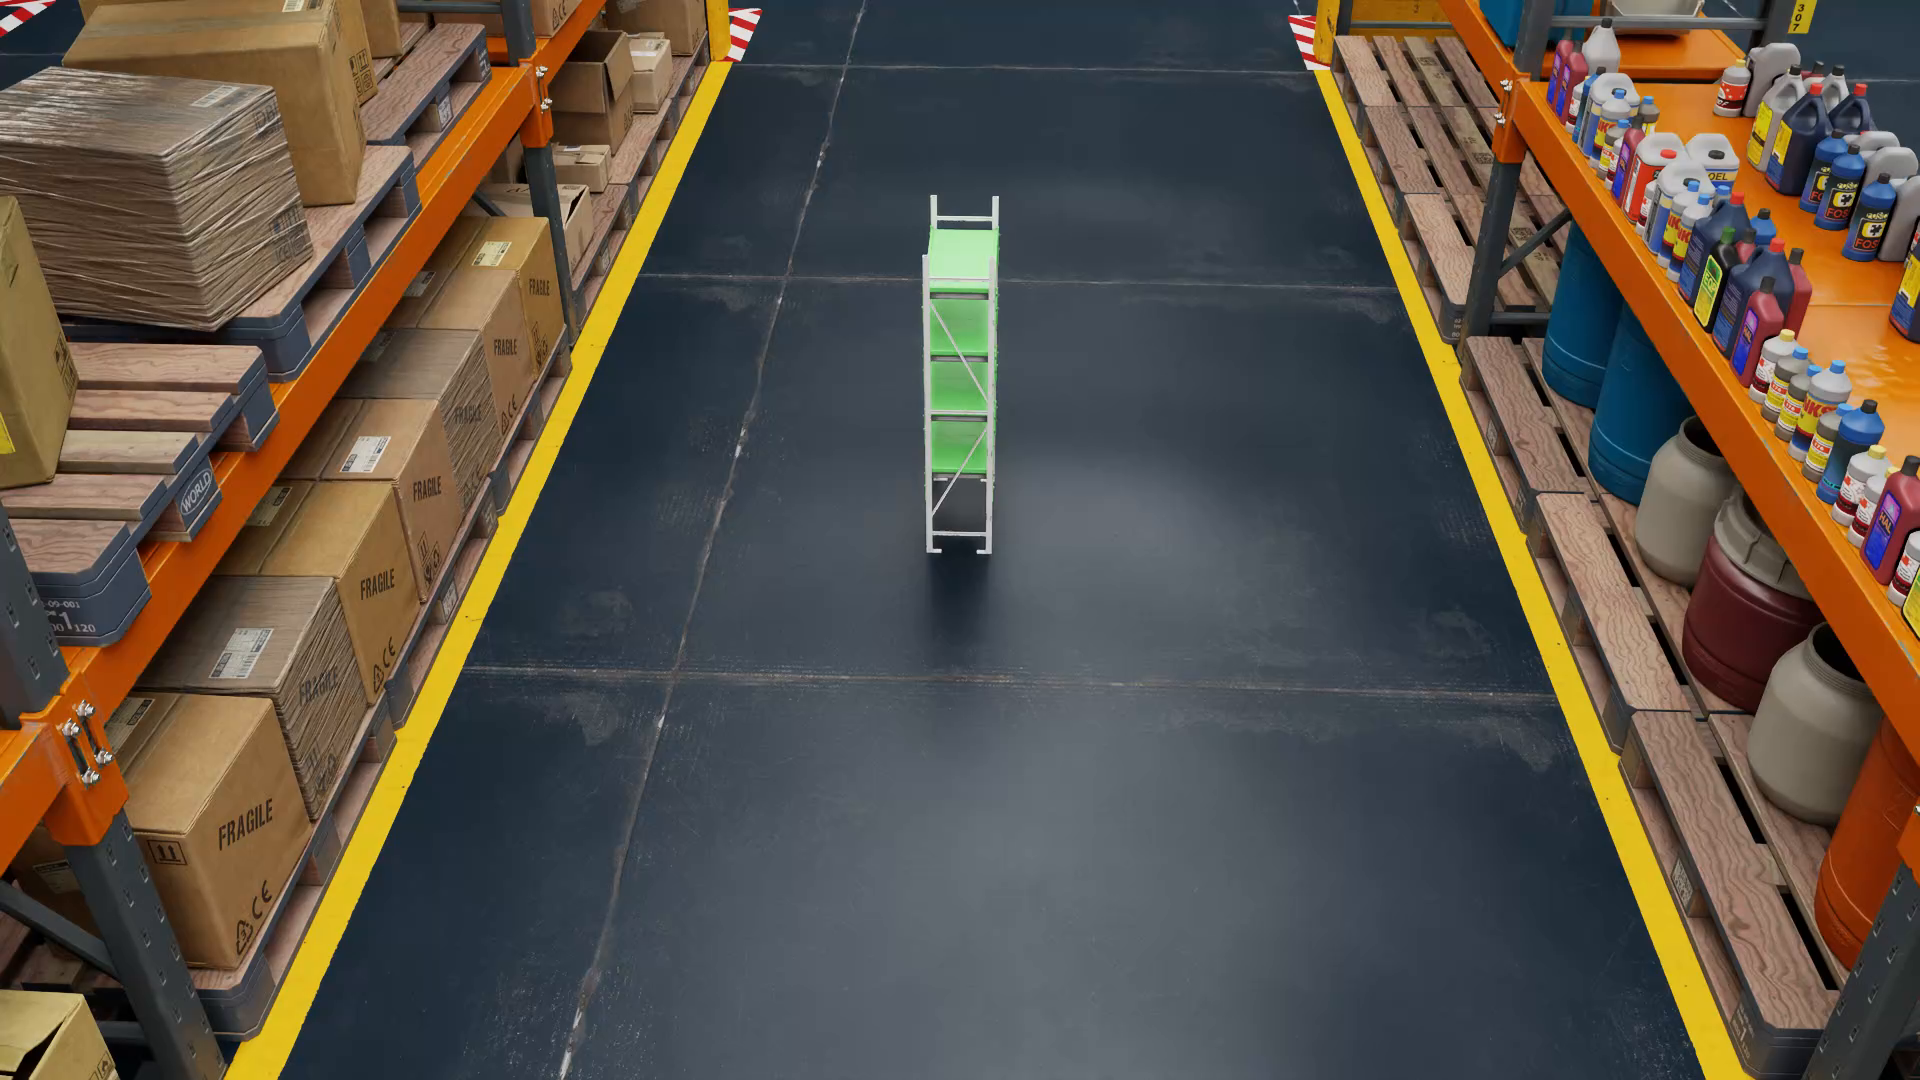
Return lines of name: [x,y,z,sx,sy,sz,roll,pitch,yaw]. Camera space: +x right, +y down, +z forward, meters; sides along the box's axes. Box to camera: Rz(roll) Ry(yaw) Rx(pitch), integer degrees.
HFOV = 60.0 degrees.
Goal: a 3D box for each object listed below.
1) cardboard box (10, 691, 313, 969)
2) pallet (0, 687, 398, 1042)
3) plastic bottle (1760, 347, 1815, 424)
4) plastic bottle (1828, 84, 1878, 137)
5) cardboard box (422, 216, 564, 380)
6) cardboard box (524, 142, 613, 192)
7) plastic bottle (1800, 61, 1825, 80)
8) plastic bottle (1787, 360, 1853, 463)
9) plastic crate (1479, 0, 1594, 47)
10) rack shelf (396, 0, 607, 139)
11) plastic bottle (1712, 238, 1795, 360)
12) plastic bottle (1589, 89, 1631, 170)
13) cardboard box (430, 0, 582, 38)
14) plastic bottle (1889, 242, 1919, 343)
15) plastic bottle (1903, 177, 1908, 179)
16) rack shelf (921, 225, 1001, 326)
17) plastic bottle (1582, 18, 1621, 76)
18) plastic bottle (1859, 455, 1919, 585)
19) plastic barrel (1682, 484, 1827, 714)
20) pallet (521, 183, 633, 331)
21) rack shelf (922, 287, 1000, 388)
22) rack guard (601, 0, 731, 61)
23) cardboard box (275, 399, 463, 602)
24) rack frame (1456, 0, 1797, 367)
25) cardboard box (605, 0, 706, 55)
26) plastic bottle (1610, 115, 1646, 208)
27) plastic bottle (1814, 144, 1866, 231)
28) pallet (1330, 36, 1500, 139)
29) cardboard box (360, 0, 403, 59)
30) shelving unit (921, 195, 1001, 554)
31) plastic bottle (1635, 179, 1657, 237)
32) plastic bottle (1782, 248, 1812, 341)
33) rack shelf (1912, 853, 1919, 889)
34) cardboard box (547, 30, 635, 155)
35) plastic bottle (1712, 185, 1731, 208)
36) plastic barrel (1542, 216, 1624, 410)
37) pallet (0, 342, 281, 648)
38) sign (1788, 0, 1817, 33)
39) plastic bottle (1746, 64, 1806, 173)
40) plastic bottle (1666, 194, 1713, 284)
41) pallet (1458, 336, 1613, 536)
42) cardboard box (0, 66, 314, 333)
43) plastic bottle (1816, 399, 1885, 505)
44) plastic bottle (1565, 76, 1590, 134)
cardboard box: [-2.091,0.752,4.363,0.500,0.500,0.500,3,35,4]
pallet: [-2.327,0.877,4.819,1.003,0.211,1.213,1,35,2]
plastic bottle: [2.200,-0.414,4.404,0.097,0.201,0.097,0,35,0]
plastic bottle: [2.997,-1.355,5.613,0.144,0.351,0.185,1,35,2]
cardboard box: [-1.968,-1.001,6.857,0.500,0.500,0.500,1,35,2]
cardboard box: [-1.977,-1.888,8.410,0.380,0.166,0.250,1,35,2]
plastic bottle: [3.058,-1.602,6.022,0.061,0.283,0.133,1,35,2]
plastic bottle: [2.192,-0.331,4.224,0.097,0.271,0.097,0,35,0]
plastic crate: [2.393,-2.312,6.892,0.392,0.384,0.575,1,35,2]
rack shelf: [-2.154,-2.989,8.520,1.077,0.370,4.000,1,35,2]
plastic bottle: [2.238,-0.689,4.664,0.144,0.351,0.185,1,35,2]
plastic bottle: [2.269,-1.432,5.790,0.097,0.271,0.097,0,35,0]
cardboard box: [-1.942,-2.462,7.057,0.500,0.500,0.500,2,35,3]
plastic bottle: [2.803,-0.755,4.758,0.144,0.351,0.185,1,35,2]
plastic bottle: [3.004,-1.058,5.320,0.097,0.201,0.097,0,35,0]
rack shelf: [0.007,-0.926,5.801,0.258,0.148,0.480,1,35,2]
plastic bottle: [2.375,-1.779,6.216,0.144,0.351,0.185,1,35,2]
plastic bottle: [2.153,-0.047,3.809,0.061,0.283,0.133,1,35,2]
plastic barrel: [2.602,0.165,5.138,0.600,0.588,0.708,1,35,2]
pallet: [-2.206,-1.388,8.041,1.003,0.211,1.213,1,35,2]
rack shelf: [0.007,-0.730,5.939,0.258,0.148,0.480,1,35,2]
rack guard: [-2.077,-3.366,10.604,1.175,0.500,0.348,1,35,2]
cardboard box: [-2.035,-0.137,5.628,0.500,0.500,0.500,0,35,0]
rack frame: [2.715,-2.018,6.512,1.000,3.000,0.127,1,35,2]
cardboard box: [-1.849,-3.271,10.087,0.500,0.500,0.500,1,35,2]
plastic bottle: [2.238,-1.259,5.534,0.061,0.283,0.133,1,35,2]
plastic bottle: [2.856,-1.146,5.384,0.097,0.271,0.097,0,35,0]
pallet: [2.804,-2.702,9.911,1.003,0.211,1.213,1,35,2]
cardboard box: [-2.477,-2.080,6.148,0.700,0.500,0.500,-10,36,-14]
shelving unit: [0.007,-0.586,6.040,0.258,1.200,0.503,1,35,2]
plastic bottle: [2.246,-1.081,5.352,0.097,0.201,0.097,0,35,0]
plastic bottle: [2.342,-0.673,4.701,0.061,0.283,0.133,1,35,2]
rack shelf: [2.474,1.724,1.814,1.077,0.370,4.000,1,35,2]
cardboard box: [-2.164,-2.372,8.805,0.797,0.503,0.637,1,35,2]
plastic bottle: [2.394,-1.022,5.268,0.097,0.201,0.097,0,35,0]
plastic barrel: [2.676,-1.019,6.550,0.600,0.901,0.708,1,35,2]
pallet: [-2.438,-0.148,4.019,1.213,0.211,1.003,1,35,2]
sign: [3.264,-2.117,6.413,0.100,0.325,0.005,1,35,2]
plastic bottle: [2.861,-1.465,5.769,0.144,0.351,0.185,1,35,2]
plastic bottle: [2.233,-0.921,5.063,0.097,0.271,0.097,0,35,0]
pallet: [2.642,-0.434,6.684,1.003,0.211,1.213,1,35,2]
cardboard box: [-2.255,-0.934,4.518,0.700,0.500,0.500,8,36,11]
plastic bottle: [2.184,-0.219,4.065,0.097,0.271,0.097,0,35,0]
plastic bottle: [2.282,-1.592,6.079,0.097,0.201,0.097,0,35,0]
